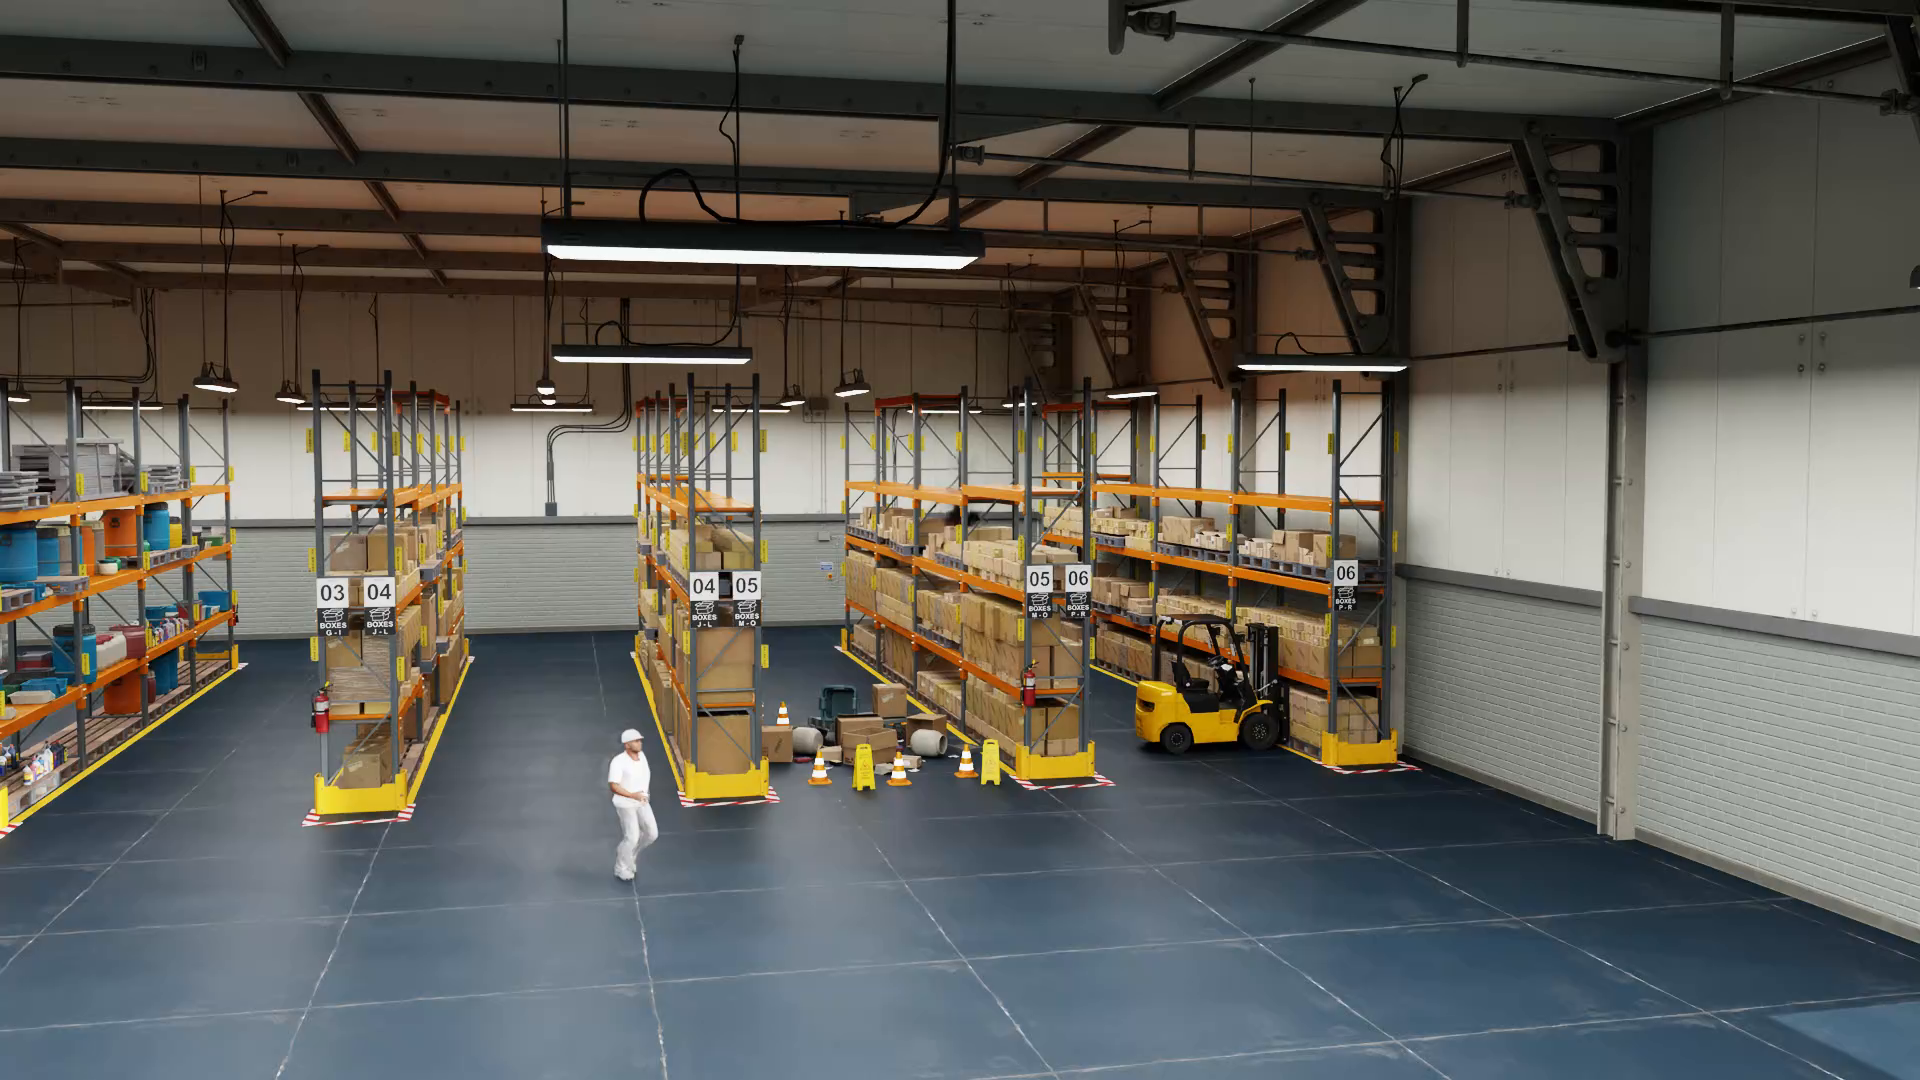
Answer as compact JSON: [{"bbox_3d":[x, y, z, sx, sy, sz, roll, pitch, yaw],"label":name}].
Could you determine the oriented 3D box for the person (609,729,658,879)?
[{"bbox_3d":[-3.715,3.026,19.109,0.591,1.724,0.731,2,4,28],"label":"person"}]
